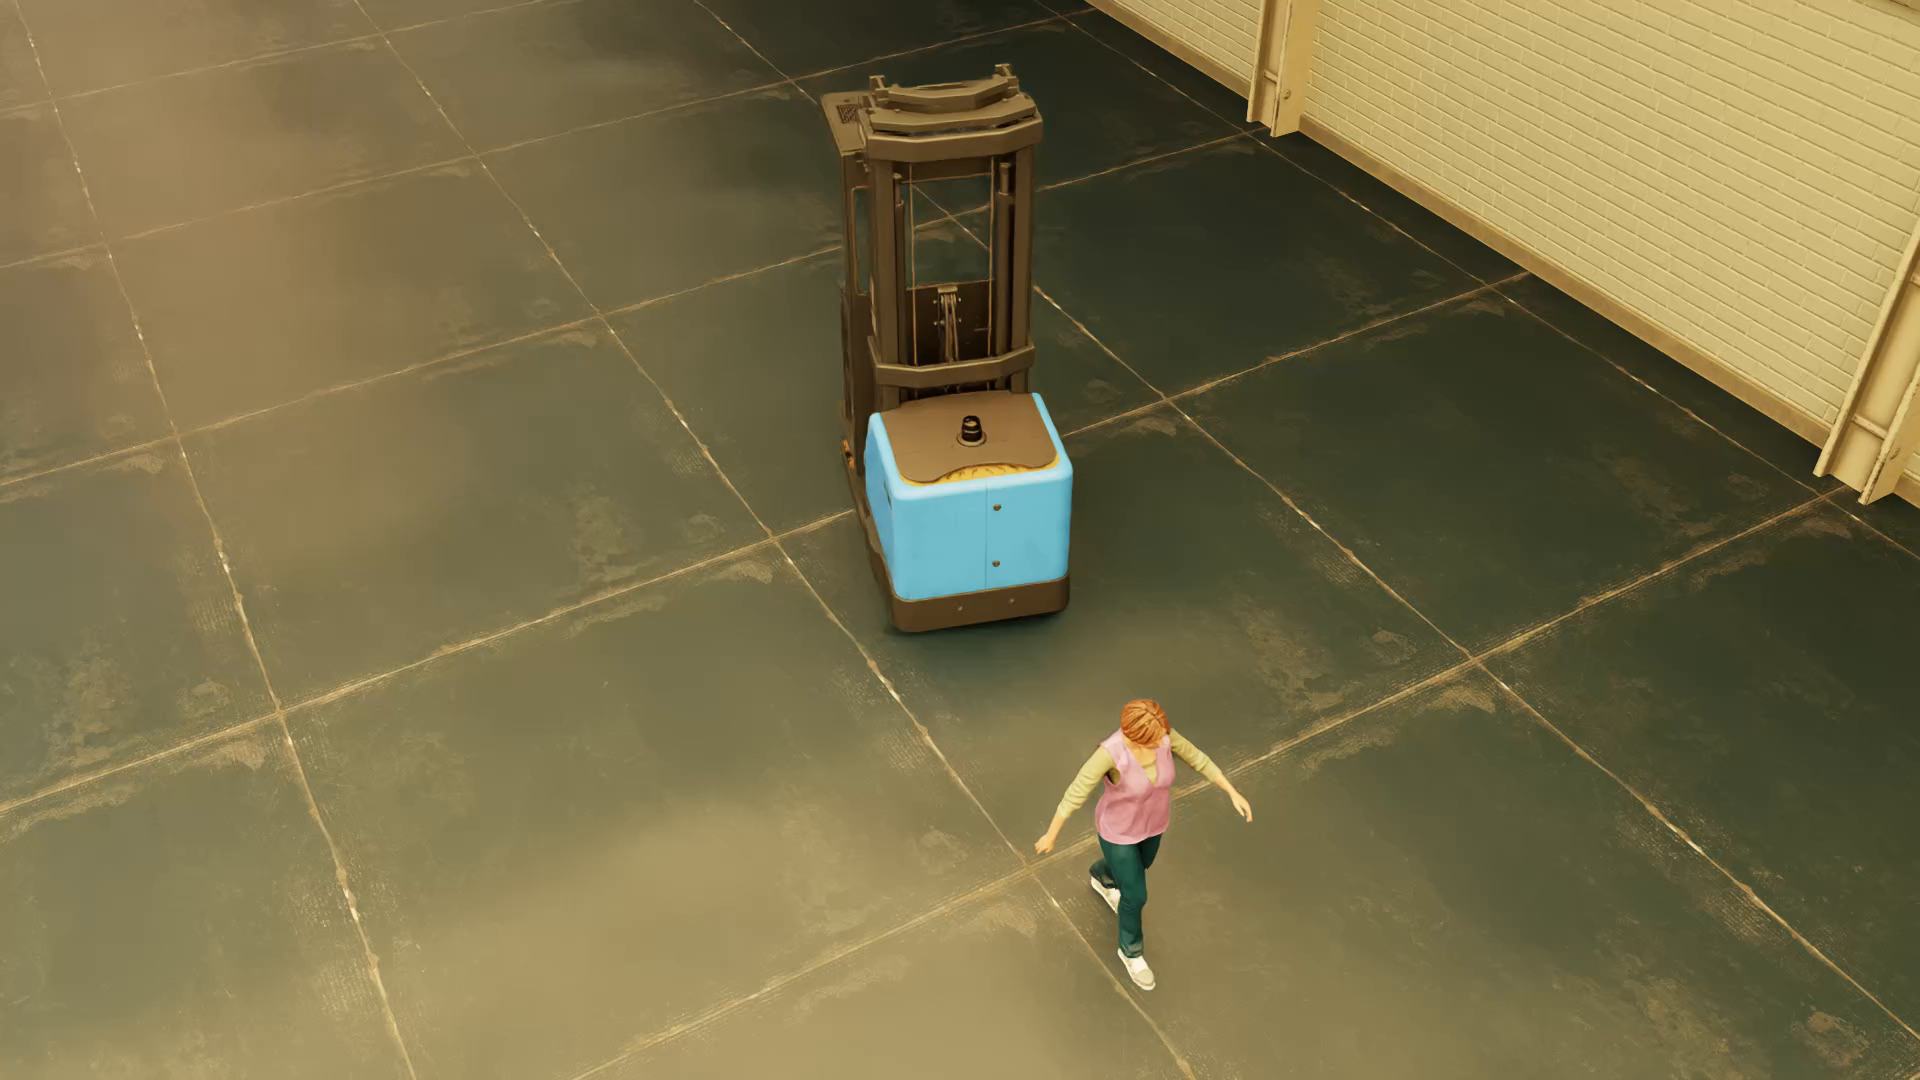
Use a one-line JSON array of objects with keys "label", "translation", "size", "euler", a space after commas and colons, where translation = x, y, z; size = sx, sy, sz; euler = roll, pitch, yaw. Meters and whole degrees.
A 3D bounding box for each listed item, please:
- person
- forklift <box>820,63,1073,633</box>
[{"label": "person", "translation": [0.779, 1.320, 7.527], "size": [0.822, 1.573, 0.708], "euler": [-23, 45, -26]}, {"label": "forklift", "translation": [-0.178, -1.542, 9.895], "size": [1.130, 2.935, 3.031], "euler": [-8, 40, -10]}]
